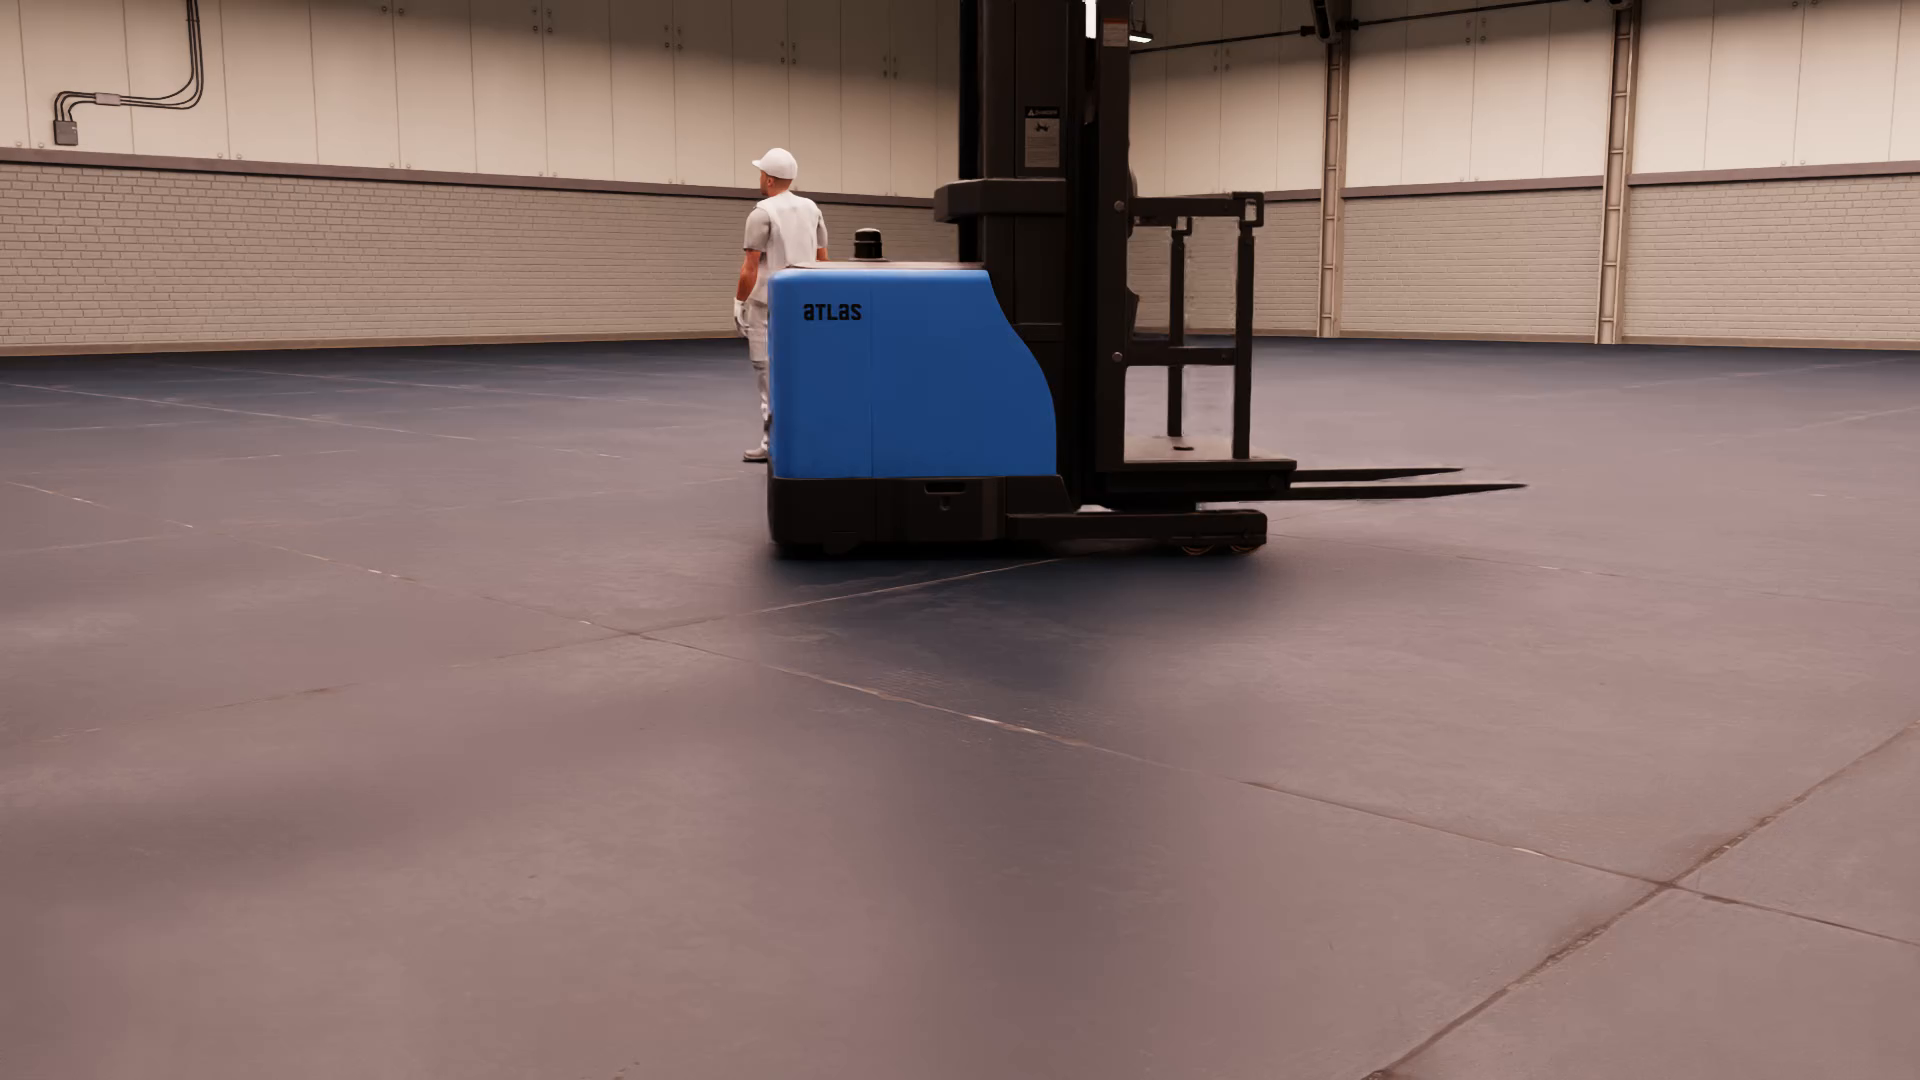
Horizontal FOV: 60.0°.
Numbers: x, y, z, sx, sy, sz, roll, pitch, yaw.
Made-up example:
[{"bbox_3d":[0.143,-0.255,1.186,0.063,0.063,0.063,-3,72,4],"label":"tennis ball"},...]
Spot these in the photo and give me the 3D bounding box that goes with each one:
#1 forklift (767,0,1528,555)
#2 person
[{"bbox_3d":[0.744,-1.469,6.632,3.031,2.935,1.130,-1,9,-7],"label":"forklift"},{"bbox_3d":[-1.087,-1.353,9.669,0.636,1.792,0.541,-8,12,-44],"label":"person"}]
